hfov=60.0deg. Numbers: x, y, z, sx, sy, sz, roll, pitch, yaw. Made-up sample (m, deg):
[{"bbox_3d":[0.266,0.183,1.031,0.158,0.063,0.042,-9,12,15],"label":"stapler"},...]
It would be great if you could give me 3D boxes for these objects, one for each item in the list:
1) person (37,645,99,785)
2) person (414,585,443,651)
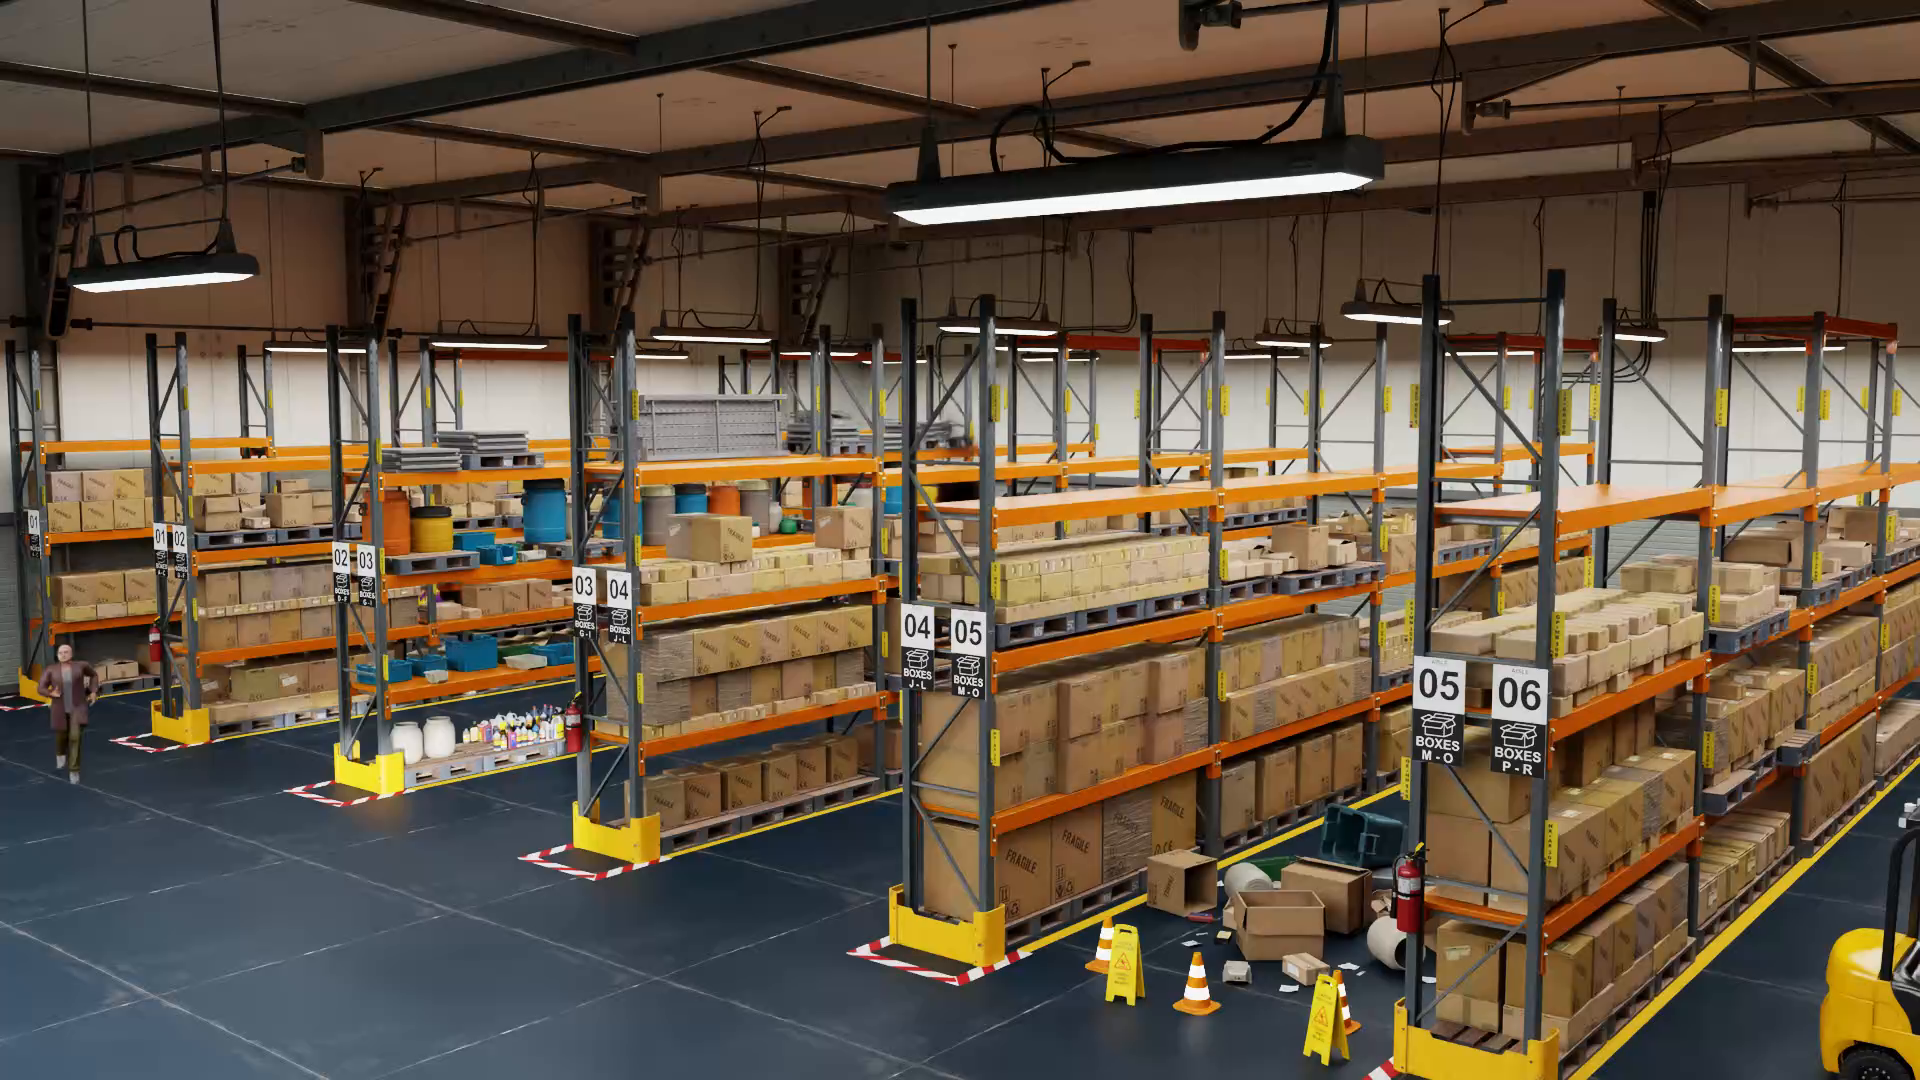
[{"bbox_3d":[-11.893,2.279,22.201,0.720,1.801,1.061,-2,6,-24],"label":"person"},{"bbox_3d":[-9.798,1.523,30.607,0.710,1.747,0.968,3,6,33],"label":"person"}]
